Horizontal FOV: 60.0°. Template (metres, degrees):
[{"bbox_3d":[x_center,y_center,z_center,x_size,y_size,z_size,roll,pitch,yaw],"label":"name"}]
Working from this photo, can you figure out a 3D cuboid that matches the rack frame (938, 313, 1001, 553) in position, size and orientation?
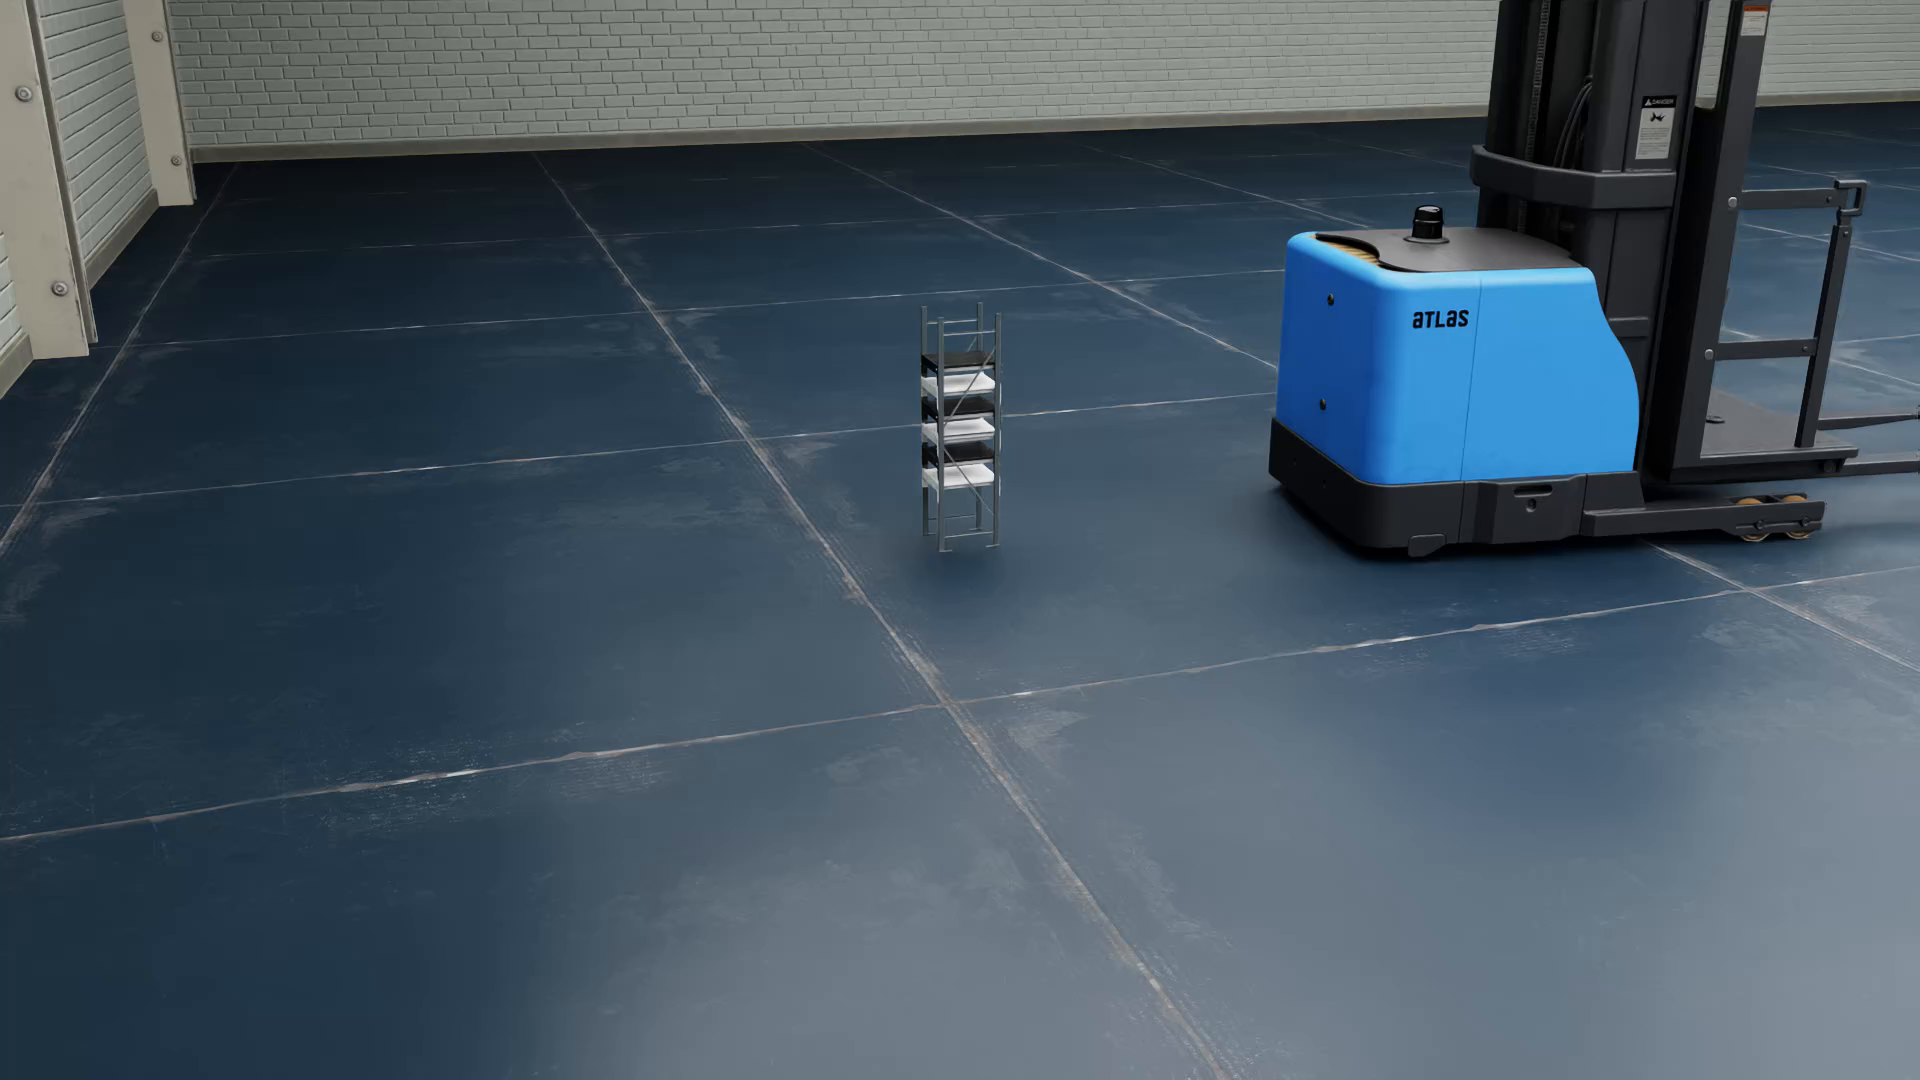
[{"bbox_3d":[0.034,-0.388,6.166,0.240,0.900,0.006,-6,21,-17],"label":"rack frame"}]

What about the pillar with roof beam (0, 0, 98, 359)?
[{"bbox_3d":[-0.989,-5.768,9.162,9.100,9.000,0.400,-6,21,-17],"label":"pillar with roof beam"}]

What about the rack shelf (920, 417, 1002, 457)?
[{"bbox_3d":[0.003,-0.390,6.268,0.258,0.077,0.200,-6,21,-17],"label":"rack shelf"}]

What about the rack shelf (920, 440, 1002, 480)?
[{"bbox_3d":[0.003,-0.305,6.299,0.258,0.077,0.200,-6,21,-17],"label":"rack shelf"}]

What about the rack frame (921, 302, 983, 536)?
[{"bbox_3d":[-0.029,-0.454,6.348,0.240,0.900,0.006,-6,21,-17],"label":"rack frame"}]

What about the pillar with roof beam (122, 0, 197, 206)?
[{"bbox_3d":[-2.875,-7.693,14.523,9.100,9.000,0.400,-6,21,-17],"label":"pillar with roof beam"}]

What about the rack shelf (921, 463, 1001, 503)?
[{"bbox_3d":[0.003,-0.220,6.329,0.258,0.077,0.200,-6,21,-17],"label":"rack shelf"}]

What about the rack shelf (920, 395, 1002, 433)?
[{"bbox_3d":[0.003,-0.474,6.238,0.258,0.077,0.200,-6,21,-17],"label":"rack shelf"}]

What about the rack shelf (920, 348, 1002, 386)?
[{"bbox_3d":[0.003,-0.644,6.177,0.258,0.077,0.200,-6,21,-17],"label":"rack shelf"}]

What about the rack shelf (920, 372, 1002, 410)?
[{"bbox_3d":[0.003,-0.559,6.208,0.258,0.077,0.200,-6,21,-17],"label":"rack shelf"}]

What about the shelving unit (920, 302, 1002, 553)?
[{"bbox_3d":[0.003,-0.421,6.257,0.258,0.900,0.210,-6,21,-17],"label":"shelving unit"}]

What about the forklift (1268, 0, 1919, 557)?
[{"bbox_3d":[2.865,-1.542,6.375,3.031,2.935,1.130,-4,20,-10],"label":"forklift"}]
